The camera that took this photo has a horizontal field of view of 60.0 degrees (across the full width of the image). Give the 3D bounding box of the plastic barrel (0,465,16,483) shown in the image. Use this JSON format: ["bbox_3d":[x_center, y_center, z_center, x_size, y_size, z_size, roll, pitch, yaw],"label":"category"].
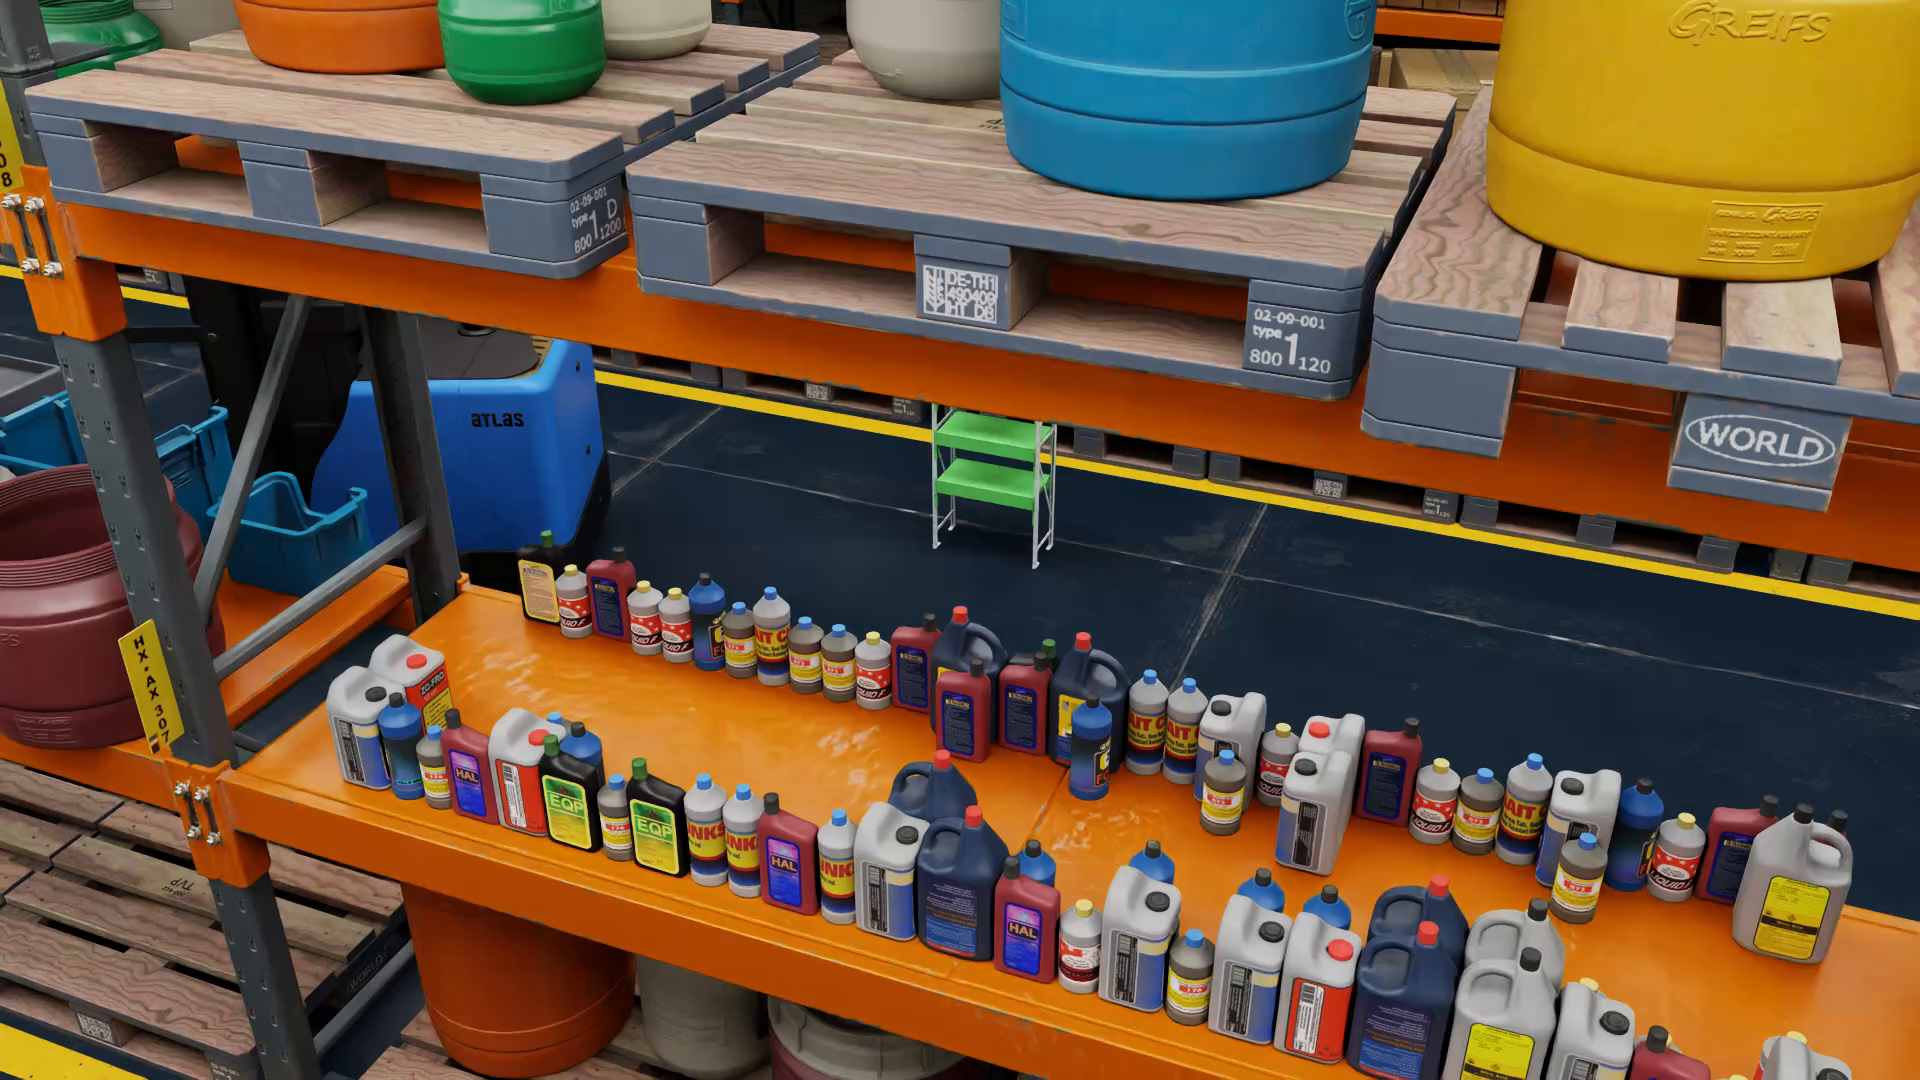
[{"bbox_3d":[-2.737,0.025,4.543,0.421,0.512,0.421,0,29,0],"label":"plastic barrel"}]

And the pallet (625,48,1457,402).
[{"bbox_3d":[0.188,-0.626,2.952,1.213,0.211,1.003,11,31,19],"label":"pallet"}]

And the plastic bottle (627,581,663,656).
[{"bbox_3d":[-0.855,0.206,4.539,0.097,0.201,0.097,0,29,0],"label":"plastic bottle"}]

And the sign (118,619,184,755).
[{"bbox_3d":[-1.904,0.348,3.920,0.005,0.325,0.100,11,31,19],"label":"sign"}]

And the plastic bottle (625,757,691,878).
[{"bbox_3d":[-0.675,0.619,3.725,0.133,0.283,0.061,11,31,19],"label":"plastic bottle"}]

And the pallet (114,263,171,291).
[{"bbox_3d":[-5.400,-2.008,11.088,1.213,0.211,1.003,11,31,19],"label":"pallet"}]

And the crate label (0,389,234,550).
[{"bbox_3d":[-2.523,-0.156,4.941,0.616,0.435,0.502,11,31,19],"label":"crate label"}]

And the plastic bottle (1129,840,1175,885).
[{"bbox_3d":[0.400,0.748,3.508,0.097,0.271,0.097,0,29,0],"label":"plastic bottle"}]

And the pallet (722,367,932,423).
[{"bbox_3d":[-0.586,-1.047,9.388,1.213,0.211,1.003,11,31,19],"label":"pallet"}]

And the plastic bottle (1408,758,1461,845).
[{"bbox_3d":[1.100,0.596,3.848,0.097,0.201,0.097,0,29,0],"label":"plastic bottle"}]

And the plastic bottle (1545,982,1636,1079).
[{"bbox_3d":[1.177,0.968,3.115,0.135,0.276,0.152,11,31,19],"label":"plastic bottle"}]

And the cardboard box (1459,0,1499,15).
[{"bbox_3d":[3.664,-3.804,11.667,0.250,0.149,0.380,11,31,19],"label":"cardboard box"}]

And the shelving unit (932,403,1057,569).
[{"bbox_3d":[0.153,-0.492,7.401,0.503,1.200,0.258,11,31,19],"label":"shelving unit"}]

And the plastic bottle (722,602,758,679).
[{"bbox_3d":[-0.584,0.260,4.443,0.097,0.201,0.097,0,29,0],"label":"plastic bottle"}]

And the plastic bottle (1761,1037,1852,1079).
[{"bbox_3d":[1.516,1.035,2.996,0.135,0.276,0.152,11,31,19],"label":"plastic bottle"}]

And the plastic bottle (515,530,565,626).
[{"bbox_3d":[-1.169,0.098,4.647,0.133,0.283,0.061,11,31,19],"label":"plastic bottle"}]

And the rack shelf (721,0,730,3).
[{"bbox_3d":[-3.539,-5.147,14.539,4.000,0.370,1.077,11,31,19],"label":"rack shelf"}]

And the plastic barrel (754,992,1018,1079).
[{"bbox_3d":[-0.198,1.326,4.380,0.708,0.588,0.600,11,31,19],"label":"plastic barrel"}]

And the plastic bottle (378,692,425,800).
[{"bbox_3d":[-1.327,0.484,3.975,0.097,0.271,0.097,0,29,0],"label":"plastic bottle"}]

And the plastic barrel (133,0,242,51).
[{"bbox_3d":[-1.876,-1.385,3.989,0.421,0.512,0.421,0,29,0],"label":"plastic barrel"}]

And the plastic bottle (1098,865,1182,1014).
[{"bbox_3d":[0.371,0.807,3.400,0.135,0.276,0.152,11,31,19],"label":"plastic bottle"}]

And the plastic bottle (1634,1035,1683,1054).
[{"bbox_3d":[1.298,1.007,3.123,0.097,0.201,0.097,0,29,0],"label":"plastic bottle"}]

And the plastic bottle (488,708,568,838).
[{"bbox_3d":[-0.996,0.534,3.883,0.135,0.276,0.152,11,31,19],"label":"plastic bottle"}]

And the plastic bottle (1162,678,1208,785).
[{"bbox_3d":[0.547,0.456,4.026,0.097,0.271,0.097,0,29,0],"label":"plastic bottle"}]

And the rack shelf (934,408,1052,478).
[{"bbox_3d":[0.153,-0.436,7.432,0.480,0.148,0.258,11,31,19],"label":"rack shelf"}]

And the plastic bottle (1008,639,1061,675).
[{"bbox_3d":[0.185,0.368,4.168,0.133,0.283,0.061,11,31,19],"label":"plastic bottle"}]

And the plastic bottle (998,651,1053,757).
[{"bbox_3d":[0.163,0.396,4.119,0.133,0.283,0.061,11,31,19],"label":"plastic bottle"}]

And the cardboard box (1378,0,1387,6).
[{"bbox_3d":[2.963,-3.954,11.933,0.250,0.149,0.380,11,31,19],"label":"cardboard box"}]

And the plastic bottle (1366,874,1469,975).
[{"bbox_3d":[0.911,0.808,3.323,0.185,0.351,0.144,11,31,19],"label":"plastic bottle"}]

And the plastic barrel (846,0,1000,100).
[{"bbox_3d":[-0.004,-1.122,3.073,0.433,0.535,0.433,0,29,0],"label":"plastic barrel"}]

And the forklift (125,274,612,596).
[{"bbox_3d":[-3.173,-1.196,6.887,3.031,2.935,1.130,-1,29,-1],"label":"forklift"}]

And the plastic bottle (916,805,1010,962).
[{"bbox_3d":[0.007,0.704,3.507,0.185,0.351,0.144,11,31,19],"label":"plastic bottle"}]

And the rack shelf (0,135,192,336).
[{"bbox_3d":[-3.557,-1.196,4.500,4.000,0.370,1.077,11,31,19],"label":"rack shelf"}]

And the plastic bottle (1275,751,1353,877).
[{"bbox_3d":[0.802,0.600,3.767,0.135,0.276,0.152,11,31,19],"label":"plastic bottle"}]

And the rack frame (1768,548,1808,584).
[{"bbox_3d":[3.869,-1.351,7.092,0.127,3.000,1.000,11,31,19],"label":"rack frame"}]

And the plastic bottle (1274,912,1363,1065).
[{"bbox_3d":[0.710,0.875,3.280,0.135,0.276,0.152,11,31,19],"label":"plastic bottle"}]

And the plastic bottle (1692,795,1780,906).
[{"bbox_3d":[1.700,0.671,3.634,0.133,0.283,0.061,11,31,19],"label":"plastic bottle"}]

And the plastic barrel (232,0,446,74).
[{"bbox_3d":[-1.179,-1.402,3.271,0.708,0.830,0.600,11,31,19],"label":"plastic barrel"}]

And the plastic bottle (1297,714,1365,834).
[{"bbox_3d":[0.859,0.530,3.889,0.135,0.276,0.152,11,31,19],"label":"plastic bottle"}]

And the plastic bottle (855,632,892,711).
[{"bbox_3d":[-0.223,0.332,4.316,0.097,0.201,0.097,0,29,0],"label":"plastic bottle"}]

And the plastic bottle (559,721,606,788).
[{"bbox_3d":[-0.876,0.542,3.873,0.097,0.271,0.097,0,29,0],"label":"plastic bottle"}]

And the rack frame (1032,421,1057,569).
[{"bbox_3d":[0.379,-0.447,7.321,0.015,1.200,0.240,11,31,19],"label":"rack frame"}]

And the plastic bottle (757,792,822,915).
[{"bbox_3d":[-0.371,0.680,3.618,0.133,0.283,0.061,11,31,19],"label":"plastic bottle"}]

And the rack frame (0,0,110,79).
[{"bbox_3d":[-1.704,-2.445,2.930,0.127,3.000,1.000,11,31,19],"label":"rack frame"}]

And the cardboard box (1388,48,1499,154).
[{"bbox_3d":[2.208,-1.876,7.492,0.500,0.500,0.700,4,30,6],"label":"cardboard box"}]

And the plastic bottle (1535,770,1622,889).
[{"bbox_3d":[1.378,0.634,3.706,0.135,0.276,0.152,11,31,19],"label":"plastic bottle"}]

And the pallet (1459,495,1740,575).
[{"bbox_3d":[3.101,-0.270,8.013,1.213,0.211,1.003,11,31,19],"label":"pallet"}]
